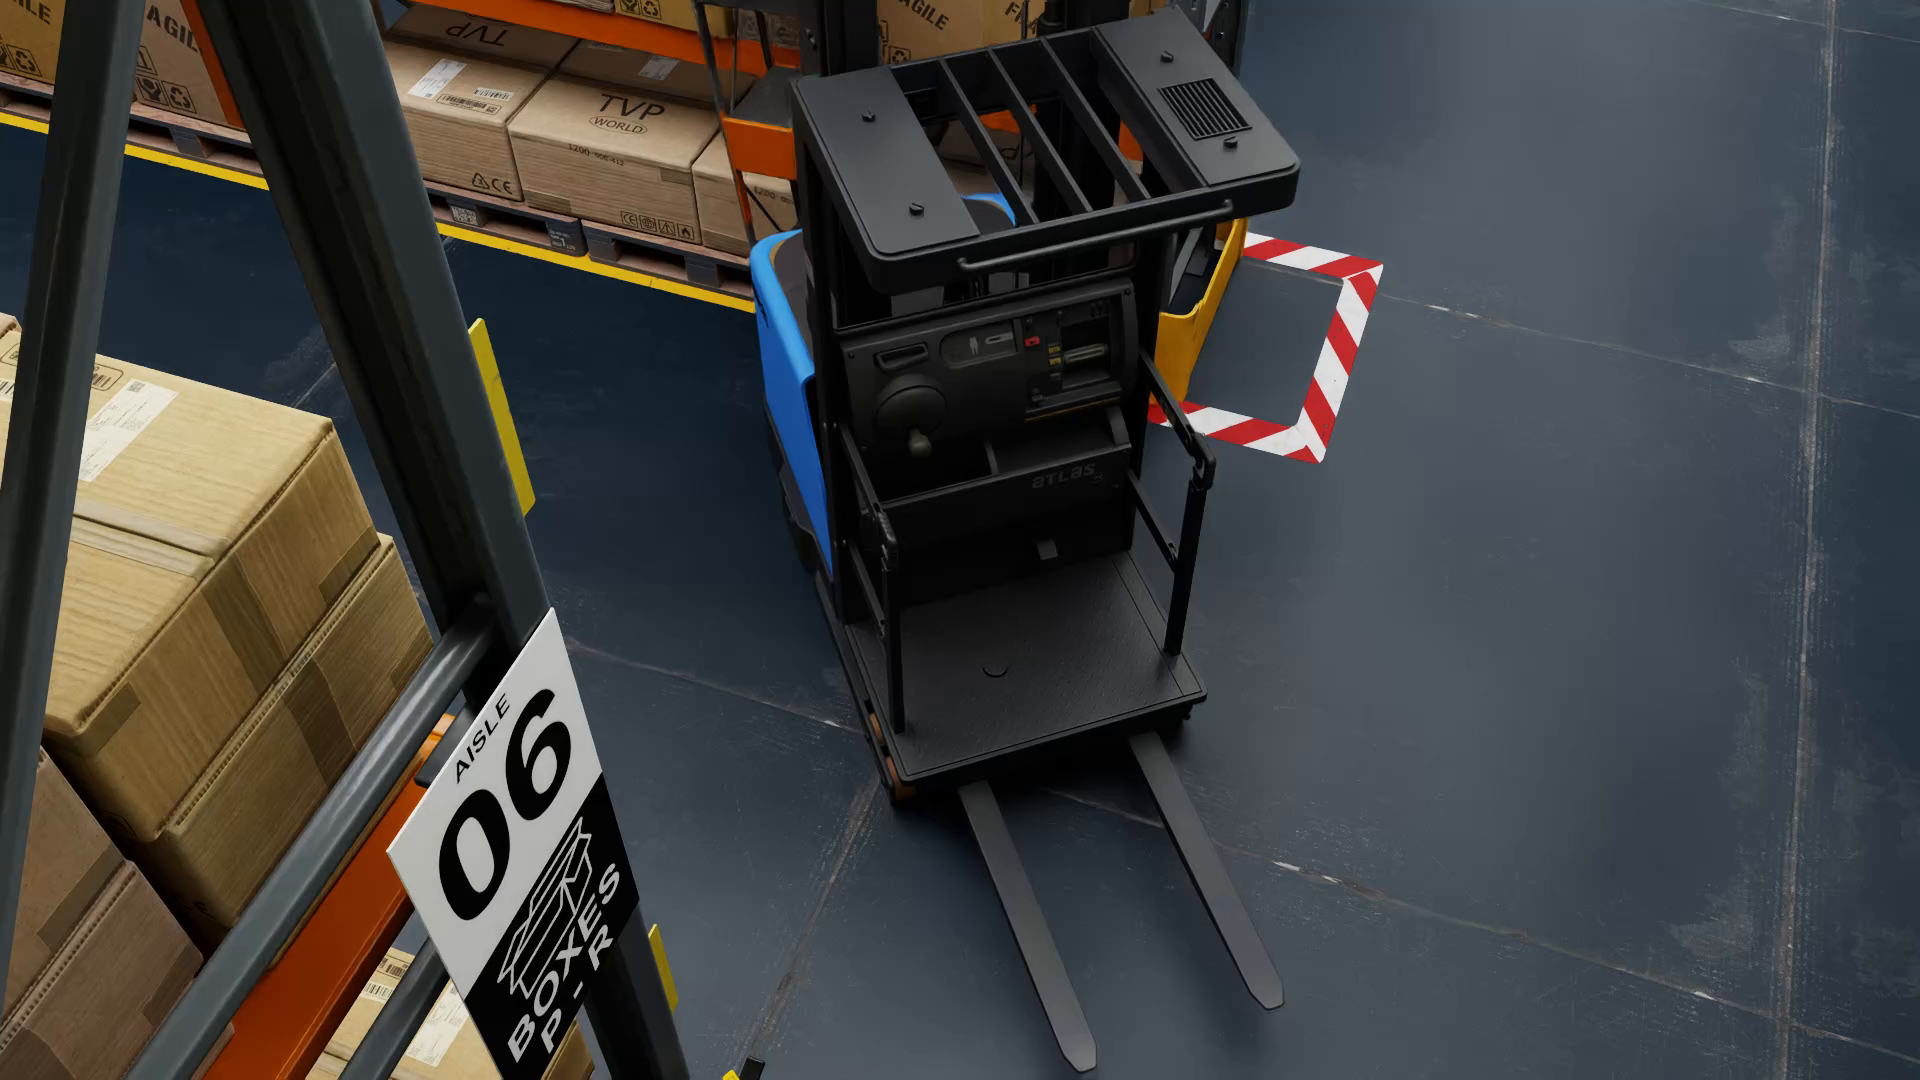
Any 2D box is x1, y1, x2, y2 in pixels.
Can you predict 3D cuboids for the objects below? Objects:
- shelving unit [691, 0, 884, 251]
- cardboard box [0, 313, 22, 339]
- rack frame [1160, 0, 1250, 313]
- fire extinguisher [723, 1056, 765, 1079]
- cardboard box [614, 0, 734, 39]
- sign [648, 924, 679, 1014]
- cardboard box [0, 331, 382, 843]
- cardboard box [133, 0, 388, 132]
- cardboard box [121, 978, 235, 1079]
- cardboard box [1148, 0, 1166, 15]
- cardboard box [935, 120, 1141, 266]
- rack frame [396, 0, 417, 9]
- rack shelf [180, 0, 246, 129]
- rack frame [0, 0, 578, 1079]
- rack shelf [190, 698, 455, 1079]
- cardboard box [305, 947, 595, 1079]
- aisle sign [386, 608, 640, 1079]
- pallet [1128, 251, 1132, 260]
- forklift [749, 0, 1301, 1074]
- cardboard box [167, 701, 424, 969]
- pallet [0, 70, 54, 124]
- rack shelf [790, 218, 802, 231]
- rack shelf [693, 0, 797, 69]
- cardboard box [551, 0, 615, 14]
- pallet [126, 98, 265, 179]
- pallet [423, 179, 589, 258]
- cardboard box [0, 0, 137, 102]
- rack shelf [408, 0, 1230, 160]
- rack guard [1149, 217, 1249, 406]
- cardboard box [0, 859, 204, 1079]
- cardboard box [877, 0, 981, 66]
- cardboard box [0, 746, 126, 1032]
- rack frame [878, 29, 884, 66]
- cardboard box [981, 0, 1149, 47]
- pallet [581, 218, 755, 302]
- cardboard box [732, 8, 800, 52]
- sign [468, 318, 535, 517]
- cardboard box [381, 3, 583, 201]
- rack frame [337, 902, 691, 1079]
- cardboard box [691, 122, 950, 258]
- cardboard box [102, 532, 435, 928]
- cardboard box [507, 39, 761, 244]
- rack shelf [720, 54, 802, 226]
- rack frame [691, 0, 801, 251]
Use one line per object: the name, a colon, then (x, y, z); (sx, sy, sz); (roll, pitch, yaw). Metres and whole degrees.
shelving unit: (-0.566, -1.505, 6.372); (0.503, 2.100, 0.431); (15, 51, 20)
cardboard box: (-1.576, -0.106, 2.209); (0.500, 0.250, 0.500); (15, 51, 13)
rack frame: (0.941, -1.990, 6.256); (0.127, 3.000, 1.000); (16, 51, 13)
fire extinguisher: (-0.478, 1.388, 3.626); (0.183, 0.674, 0.296); (16, 51, 13)
cardboard box: (-1.044, -2.357, 6.508); (0.500, 0.500, 0.500); (17, 51, 14)
sign: (-0.588, 0.861, 3.212); (0.005, 0.325, 0.100); (16, 51, 13)
cardboard box: (-1.105, 0.041, 2.082); (0.500, 0.250, 0.500); (15, 51, 13)
cardboard box: (-3.421, -2.585, 7.899); (0.875, 0.875, 0.875); (17, 51, 14)
cardboard box: (-1.156, 0.709, 2.097); (0.250, 0.149, 0.380); (17, 51, 14)
cardboard box: (0.590, -2.352, 6.503); (0.500, 0.500, 0.500); (15, 51, 13)
cardboard box: (0.287, -1.390, 7.154); (0.875, 0.438, 0.875); (14, 51, 12)
rack frame: (-2.811, -3.038, 7.164); (0.127, 3.000, 1.000); (16, 51, 13)
rack shelf: (-2.652, -0.722, 1.665); (4.000, 0.370, 1.077); (16, 51, 13)
rack frame: (-0.776, -0.435, 0.938); (0.127, 3.000, 1.000); (16, 51, 13)
rack shelf: (-2.652, 0.259, 2.798); (4.000, 0.370, 1.077); (16, 51, 13)
cardboard box: (-1.108, 1.171, 3.418); (0.500, 0.250, 0.500); (16, 51, 13)
aisle sign: (-0.610, 0.488, 2.388); (0.004, 0.787, 0.394); (16, 51, 13)
pallet: (0.164, -1.231, 7.443); (1.213, 0.211, 1.003); (16, 51, 13)
forklift: (0.174, -0.416, 4.937); (1.130, 2.935, 3.031); (-14, 51, -12)
cardboard box: (-0.994, 0.381, 2.382); (0.250, 0.149, 0.380); (17, 51, 14)
pallet: (-4.710, -2.591, 8.622); (1.213, 0.211, 1.003); (16, 51, 13)
rack shelf: (-0.497, -1.023, 6.893); (0.480, 0.518, 0.431); (15, 51, 20)
rack shelf: (-0.633, -1.969, 5.871); (0.480, 0.518, 0.431); (15, 51, 20)
cardboard box: (-1.527, -2.492, 6.625); (0.500, 0.500, 0.500); (16, 51, 13)
pallet: (-3.561, -2.273, 8.346); (1.213, 0.211, 1.003); (16, 51, 13)
pallet: (-2.125, -1.870, 7.997); (1.213, 0.211, 1.003); (16, 51, 13)
cardboard box: (-4.271, -2.816, 8.100); (0.875, 0.875, 0.875); (17, 51, 14)
rack shelf: (-0.935, -2.278, 6.982); (4.000, 0.370, 1.077); (16, 51, 13)
rack guard: (0.963, -1.165, 7.195); (0.348, 0.500, 1.175); (16, 51, 13)
cardboard box: (-1.287, 0.575, 1.950); (0.500, 0.250, 0.500); (15, 51, 12)
cardboard box: (-0.069, -2.104, 6.288); (0.500, 0.500, 0.500); (15, 51, 12)
cardboard box: (-1.289, 0.416, 1.757); (0.500, 0.250, 0.500); (14, 51, 12)
rack frame: (-0.344, -1.446, 6.288); (0.015, 2.100, 0.400); (15, 51, 20)
cardboard box: (0.397, -1.962, 6.165); (0.500, 0.500, 0.500); (16, 51, 13)
pallet: (-0.977, -1.551, 7.721); (1.213, 0.211, 1.003); (16, 51, 13)
cardboard box: (-0.555, -2.231, 6.399); (0.500, 0.500, 0.500); (17, 51, 14)
sign: (-0.588, -0.124, 2.075); (0.005, 0.325, 0.100); (16, 51, 13)
cardboard box: (-2.260, -2.095, 7.765); (0.875, 0.438, 0.875); (15, 51, 13)
rack frame: (-0.776, 1.529, 3.205); (0.127, 3.000, 1.000); (16, 51, 13)
cardboard box: (-0.574, -1.624, 7.356); (0.875, 0.438, 0.875); (17, 51, 14)
cardboard box: (-1.097, 0.189, 2.285); (0.500, 0.250, 0.500); (15, 51, 13)
cardboard box: (-1.420, -1.861, 7.562); (0.875, 0.438, 0.875); (14, 51, 12)
rack shelf: (-0.565, -1.496, 6.382); (0.480, 0.518, 0.431); (15, 51, 20)
rack frame: (-0.788, -1.563, 6.456); (0.015, 2.100, 0.400); (15, 51, 20)
